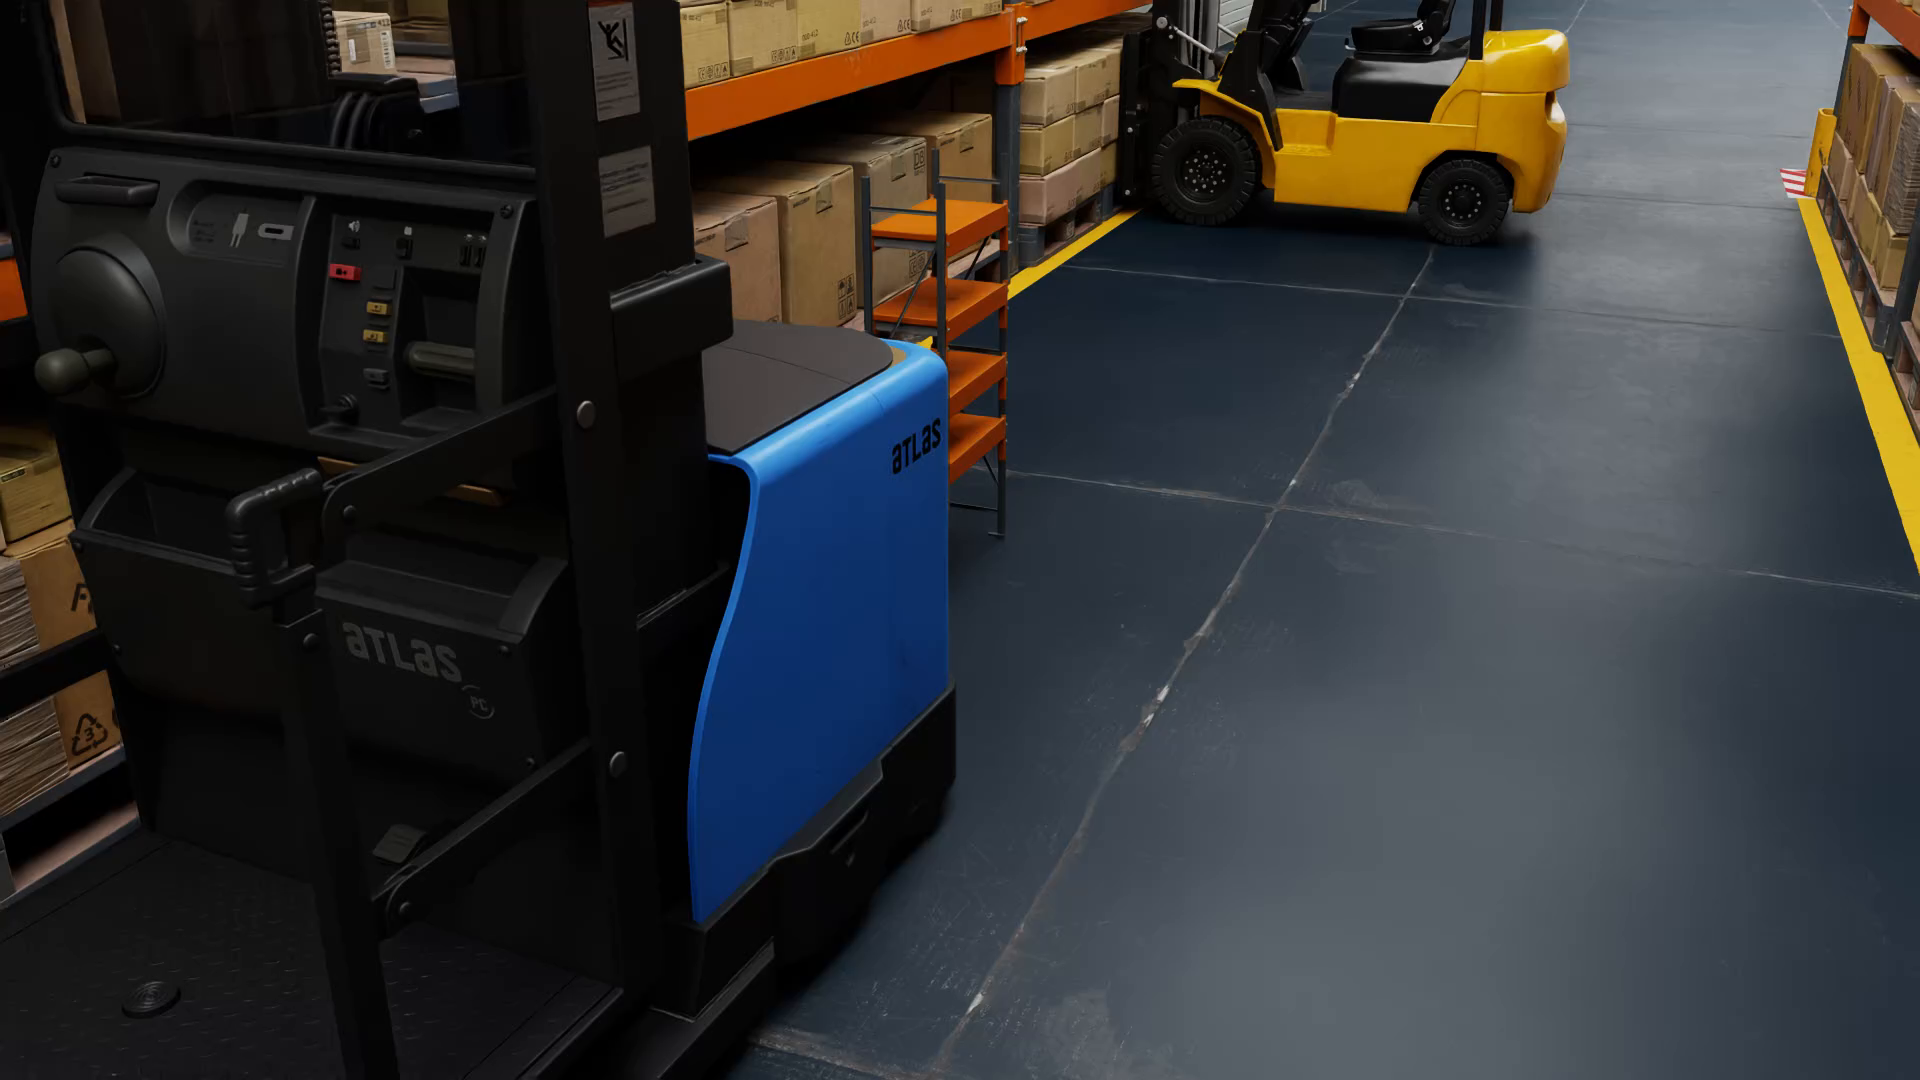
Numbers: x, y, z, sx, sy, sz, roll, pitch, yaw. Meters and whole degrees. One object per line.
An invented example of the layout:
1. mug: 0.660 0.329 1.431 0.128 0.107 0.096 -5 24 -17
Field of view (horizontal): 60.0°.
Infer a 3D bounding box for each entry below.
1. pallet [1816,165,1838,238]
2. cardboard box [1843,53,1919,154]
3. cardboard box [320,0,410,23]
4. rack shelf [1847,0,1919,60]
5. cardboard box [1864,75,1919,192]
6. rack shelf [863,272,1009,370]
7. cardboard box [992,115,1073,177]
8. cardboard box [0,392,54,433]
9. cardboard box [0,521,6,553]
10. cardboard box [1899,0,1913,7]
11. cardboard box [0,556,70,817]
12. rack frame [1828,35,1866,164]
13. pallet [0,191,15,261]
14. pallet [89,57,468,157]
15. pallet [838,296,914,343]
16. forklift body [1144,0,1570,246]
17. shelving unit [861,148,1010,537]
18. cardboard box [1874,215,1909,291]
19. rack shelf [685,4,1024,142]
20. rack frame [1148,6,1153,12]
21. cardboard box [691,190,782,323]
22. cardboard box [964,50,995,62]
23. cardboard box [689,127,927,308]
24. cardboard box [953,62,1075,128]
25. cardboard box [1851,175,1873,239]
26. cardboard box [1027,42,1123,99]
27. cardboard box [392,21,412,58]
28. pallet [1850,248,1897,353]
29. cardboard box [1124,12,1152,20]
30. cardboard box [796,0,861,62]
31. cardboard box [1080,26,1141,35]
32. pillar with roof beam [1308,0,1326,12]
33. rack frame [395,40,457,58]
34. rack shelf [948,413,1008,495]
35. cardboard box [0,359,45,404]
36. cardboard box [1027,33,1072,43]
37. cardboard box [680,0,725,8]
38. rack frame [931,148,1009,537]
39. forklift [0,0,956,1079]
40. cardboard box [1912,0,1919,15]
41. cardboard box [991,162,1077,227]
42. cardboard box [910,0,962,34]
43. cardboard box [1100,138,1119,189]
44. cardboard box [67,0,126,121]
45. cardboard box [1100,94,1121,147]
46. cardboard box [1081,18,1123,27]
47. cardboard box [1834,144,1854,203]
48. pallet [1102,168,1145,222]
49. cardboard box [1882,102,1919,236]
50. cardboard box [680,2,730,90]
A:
1. pallet: 5.546 -1.925 9.584 1.003 0.211 1.213 9 24 20
2. cardboard box: 5.154 -2.350 9.033 0.500 0.500 0.500 8 24 18
3. cardboard box: -1.764 -1.733 5.052 0.500 0.250 0.500 9 24 21
4. rack shelf: 5.166 -2.477 8.221 1.077 0.370 4.000 9 24 20
5. cardboard box: 4.769 -1.979 8.146 0.500 0.500 0.500 10 25 23
6. rack shelf: -0.061 -0.639 4.817 0.258 0.148 0.480 9 24 20
7. cardboard box: 0.279 -2.087 8.728 0.500 0.250 0.500 9 24 20
8. cardboard box: -1.973 -0.219 3.740 0.380 0.149 0.250 10 24 22
9. cardboard box: -2.140 -0.027 3.279 0.380 0.149 0.250 8 24 18
10. cardboard box: 4.818 -2.684 8.110 0.380 0.149 0.250 9 24 21
11. cardboard box: -2.194 0.325 3.279 0.500 0.500 0.500 8 24 18
12. rack frame: 5.908 -3.524 9.795 1.000 3.000 0.127 9 24 20
13. pallet: -2.391 -0.585 3.009 1.003 0.211 1.213 9 24 20
14. pallet: -1.860 -1.030 4.072 1.213 0.211 1.003 9 24 20
15. pallet: -0.876 -0.808 6.911 1.003 0.211 1.213 9 24 20
16. forklift body: 2.288 -2.902 9.407 2.313 2.155 1.214 9 24 20
17. shelving unit: -0.061 -0.494 4.877 0.258 1.200 0.503 9 24 20
18. cardboard box: 4.393 -1.268 7.416 0.500 0.250 0.500 10 25 22
19. rack shelf: -0.930 -1.754 6.492 1.077 0.370 4.000 9 24 20
20. rack frame: 1.298 -4.233 11.493 1.000 3.000 0.127 9 24 20
21. cardboard box: -1.193 -0.925 6.109 0.875 0.625 0.625 10 25 22
22. cardboard box: -0.010 -2.576 9.250 0.500 0.250 0.500 8 24 19
23. cardboard box: -0.666 -1.435 7.330 0.875 0.625 0.625 9 24 20
24. cardboard box: 0.284 -2.317 8.630 0.500 0.250 0.500 8 24 19
25. cardboard box: 4.774 -1.641 8.310 0.500 0.250 0.500 9 24 21
26. cardboard box: 0.657 -2.678 9.495 0.500 0.250 0.500 10 25 22
27. cardboard box: -1.744 -1.499 5.141 0.500 0.250 0.500 8 24 19
28. pallet: 4.639 -1.051 7.493 1.003 0.211 1.213 9 24 20
29. cardboard box: 1.417 -3.410 11.248 0.500 0.250 0.500 10 25 22
30. cardboard box: -0.711 -1.975 6.282 0.500 0.250 0.500 10 25 22
31. cardboard box: 1.055 -3.045 10.373 0.500 0.250 0.500 9 24 21
32. pillar with roof beam: 8.657 -10.559 18.855 9.100 9.000 0.400 9 24 20
33. rack frame: -1.673 -1.371 4.640 1.000 3.000 0.127 9 24 20
34. rack shelf: -0.061 -0.249 4.979 0.258 0.148 0.480 9 24 20
35. cardboard box: -2.298 -0.377 4.117 0.380 0.149 0.250 9 24 21
36. cardboard box: 0.370 -2.936 10.112 0.500 0.250 0.500 8 24 19
37. cardboard box: -1.094 -1.835 5.297 0.500 0.250 0.500 10 25 22
38. rack frame: 0.029 -0.582 5.086 0.240 1.200 0.015 9 24 20
39. forklift: -1.103 -0.332 2.242 1.130 2.935 3.031 10 25 24
40. cardboard box: 4.633 -2.500 7.668 0.380 0.149 0.250 8 24 19
41. cardboard box: 0.300 -1.853 8.816 0.500 0.250 0.500 9 24 21
42. cardboard box: -0.313 -2.334 7.141 0.500 0.250 0.500 9 24 20
43. cardboard box: 0.650 -2.223 9.702 0.500 0.250 0.500 9 24 21
44. cardboard box: -1.764 -1.071 3.573 0.500 0.250 0.500 8 24 18
45. cardboard box: 0.662 -2.445 9.587 0.500 0.250 0.500 9 24 20
46. cardboard box: 0.762 -3.296 10.974 0.500 0.250 0.500 9 24 20
47. cardboard box: 5.155 -2.019 9.213 0.500 0.250 0.500 10 25 22
48. pallet: 0.599 -2.232 10.320 1.003 0.211 1.213 9 24 20
49. cardboard box: 4.393 -1.614 7.272 0.500 0.500 0.500 8 24 19
50. cardboard box: -1.090 -1.605 5.394 0.500 0.250 0.500 8 24 19
